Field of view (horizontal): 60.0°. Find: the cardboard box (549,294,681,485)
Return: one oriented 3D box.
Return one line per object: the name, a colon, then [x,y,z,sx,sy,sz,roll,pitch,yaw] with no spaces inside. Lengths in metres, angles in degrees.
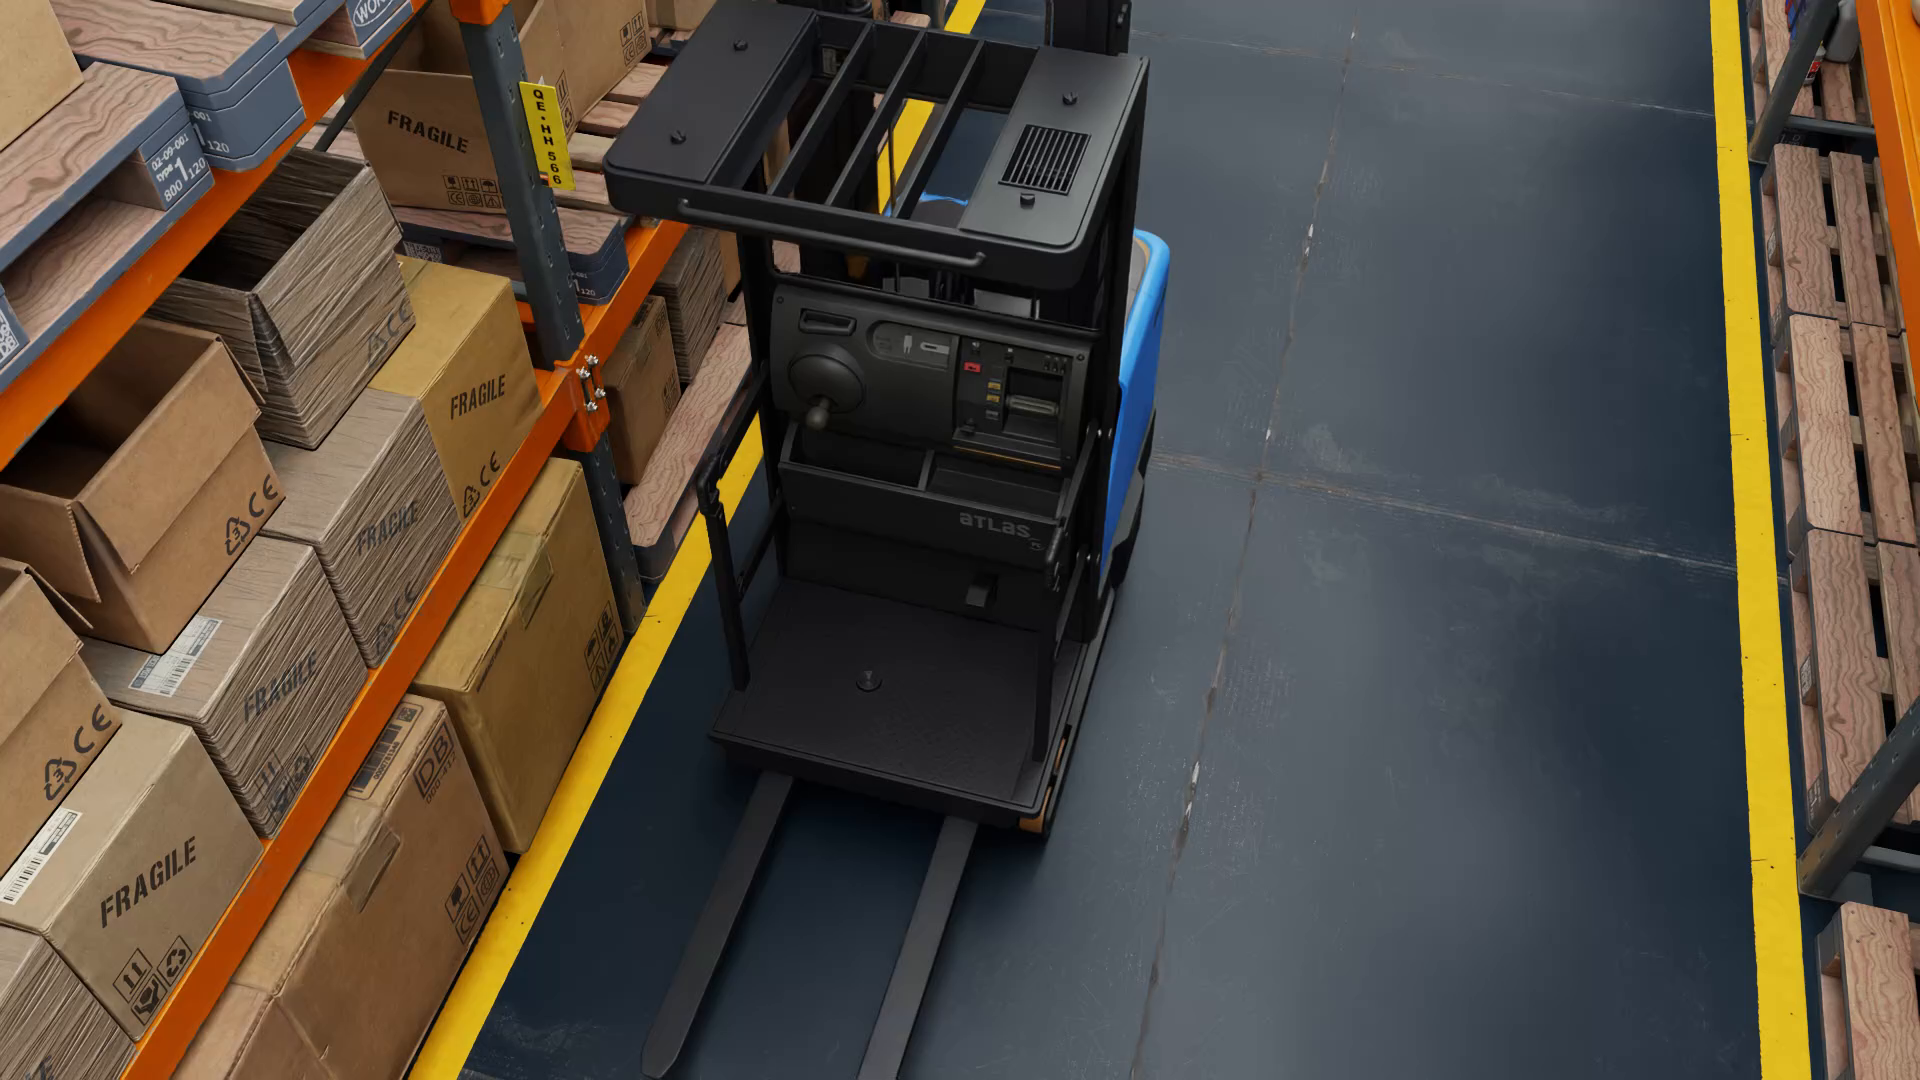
cardboard box: [-1.473,-0.600,6.153,0.700,0.500,0.500,9,49,8]

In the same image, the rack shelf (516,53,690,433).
rack shelf: [-1.104,-2.002,6.496,1.077,0.370,4.000,12,50,10]

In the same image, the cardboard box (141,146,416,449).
cardboard box: [-1.838,-0.633,4.072,0.797,0.503,0.637,13,50,11]

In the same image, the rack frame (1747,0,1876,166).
rack frame: [4.201,-2.709,6.640,1.000,3.000,0.127,12,50,10]

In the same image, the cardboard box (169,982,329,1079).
cardboard box: [-2.300,1.551,4.018,1.225,0.875,0.875,10,49,9]

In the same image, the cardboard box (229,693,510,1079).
cardboard box: [-2.074,0.909,4.584,1.225,0.875,0.875,12,50,10]

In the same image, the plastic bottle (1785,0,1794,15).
plastic bottle: [4.145,-2.743,8.189,0.061,0.283,0.133,15,50,13]

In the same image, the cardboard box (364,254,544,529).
cardboard box: [-1.521,-0.420,4.554,0.500,0.500,0.500,13,50,11]

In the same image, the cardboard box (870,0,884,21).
cardboard box: [-0.760,-2.565,7.887,0.700,0.500,0.500,8,49,7]

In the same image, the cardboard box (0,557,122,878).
cardboard box: [-2.183,0.325,3.227,0.797,0.503,0.637,13,50,11]

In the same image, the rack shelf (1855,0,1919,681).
rack shelf: [3.674,-1.024,5.633,1.077,0.370,4.000,12,50,10]

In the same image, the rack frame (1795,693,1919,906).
rack frame: [3.148,0.184,4.087,1.000,3.000,0.127,12,50,10]

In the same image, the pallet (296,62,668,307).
pallet: [-1.546,-1.266,5.495,1.213,0.211,1.003,12,50,10]

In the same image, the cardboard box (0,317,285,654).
cardboard box: [-2.013,-0.162,3.656,0.797,0.503,0.637,13,50,11]

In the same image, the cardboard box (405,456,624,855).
cardboard box: [-1.832,0.266,5.152,1.225,0.875,0.875,9,49,8]

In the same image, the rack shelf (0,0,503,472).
rack shelf: [-2.157,-0.101,2.818,1.077,0.370,4.000,12,50,10]

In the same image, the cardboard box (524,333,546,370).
cardboard box: [-1.483,-0.850,5.873,0.500,0.250,0.500,13,50,12]

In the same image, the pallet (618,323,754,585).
pallet: [-1.423,-0.435,6.493,1.003,0.211,1.213,12,50,10]

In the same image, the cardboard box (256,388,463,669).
cardboard box: [-1.658,-0.061,4.236,0.500,0.500,0.500,11,50,10]

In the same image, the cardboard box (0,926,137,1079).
cardboard box: [-2.057,1.058,3.249,0.500,0.500,0.500,11,49,9]

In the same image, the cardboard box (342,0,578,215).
cardboard box: [-1.527,-1.364,5.106,0.500,0.500,0.500,6,49,5]

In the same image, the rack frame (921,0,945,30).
rack frame: [-0.578,-3.686,7.503,1.000,3.000,0.127,12,50,10]

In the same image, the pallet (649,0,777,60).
pallet: [-1.149,-2.170,6.292,1.003,0.211,1.213,12,50,10]

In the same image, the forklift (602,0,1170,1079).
forklift: [-0.153,-0.355,4.609,1.130,2.935,3.031,12,50,11]

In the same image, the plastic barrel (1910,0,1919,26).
plastic barrel: [3.737,-2.105,6.017,0.433,0.535,0.433,0,49,0]

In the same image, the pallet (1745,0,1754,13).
pallet: [4.737,-3.149,8.889,1.003,0.211,1.213,12,50,10]

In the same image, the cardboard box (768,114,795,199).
cardboard box: [-1.051,-1.819,7.229,0.700,0.500,0.500,8,49,7]

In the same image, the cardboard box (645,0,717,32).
cardboard box: [-0.967,-2.049,5.878,0.500,0.250,0.500,10,49,9]

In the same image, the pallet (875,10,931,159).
pallet: [-0.781,-2.200,8.051,1.003,0.211,1.213,12,50,10]

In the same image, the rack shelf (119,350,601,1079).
rack shelf: [-2.157,0.891,3.942,1.077,0.370,4.000,12,50,10]

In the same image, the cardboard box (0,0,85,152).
cardboard box: [-1.864,-0.861,2.662,0.500,0.500,0.500,14,50,12]

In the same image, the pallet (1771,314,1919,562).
pallet: [3.712,-0.325,6.396,1.003,0.211,1.213,12,50,10]

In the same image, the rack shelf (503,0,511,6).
rack shelf: [-1.104,-2.994,5.371,1.077,0.370,4.000,12,50,10]

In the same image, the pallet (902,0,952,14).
pallet: [-0.435,-3.257,8.983,1.003,0.211,1.213,12,50,10]

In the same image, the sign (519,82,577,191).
sign: [-1.094,-1.069,4.421,0.100,0.325,0.005,12,50,10]

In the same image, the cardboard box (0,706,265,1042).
cardboard box: [-1.926,0.683,3.580,0.500,0.500,0.500,12,50,11]

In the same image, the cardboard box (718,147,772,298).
cardboard box: [-1.197,-1.415,6.872,0.700,0.500,0.500,15,50,13]

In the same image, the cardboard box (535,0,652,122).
cardboard box: [-1.476,-1.787,5.480,0.700,0.500,0.500,18,51,16]

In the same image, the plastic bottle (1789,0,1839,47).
plastic bottle: [4.092,-2.501,7.930,0.144,0.351,0.185,10,49,9]

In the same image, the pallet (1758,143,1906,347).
pallet: [4.031,-1.211,7.178,1.003,0.211,1.213,12,50,10]

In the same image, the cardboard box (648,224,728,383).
cardboard box: [-1.340,-1.004,6.509,0.700,0.500,0.500,8,49,7]

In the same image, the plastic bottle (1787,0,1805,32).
plastic bottle: [4.143,-2.640,8.052,0.144,0.351,0.185,9,49,8]

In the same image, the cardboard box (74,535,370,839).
cardboard box: [-1.792,0.315,3.904,0.500,0.500,0.500,10,49,9]

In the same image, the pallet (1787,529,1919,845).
pallet: [3.389,0.554,5.620,1.003,0.211,1.213,12,50,10]

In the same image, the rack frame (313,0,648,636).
rack frame: [-1.630,-0.793,4.949,1.000,3.000,0.127,12,50,10]

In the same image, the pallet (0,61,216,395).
pallet: [-2.040,-0.438,2.761,1.003,0.211,1.213,14,50,12]

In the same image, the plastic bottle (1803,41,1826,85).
plastic bottle: [3.996,-2.253,7.810,0.097,0.201,0.097,0,49,0]

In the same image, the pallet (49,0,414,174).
pallet: [-1.749,-1.247,3.475,1.213,0.211,1.003,14,50,12]

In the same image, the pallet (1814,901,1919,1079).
pallet: [2.981,1.685,4.622,1.003,0.211,1.213,12,50,10]

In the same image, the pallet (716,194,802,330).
pallet: [-1.100,-1.315,7.270,1.003,0.211,1.213,12,50,10]

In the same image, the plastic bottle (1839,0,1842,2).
plastic bottle: [4.292,-2.604,8.071,0.152,0.276,0.135,12,50,10]

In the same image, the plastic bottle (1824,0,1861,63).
plastic bottle: [4.231,-2.472,7.905,0.144,0.351,0.185,12,50,10]

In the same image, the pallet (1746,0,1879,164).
pallet: [4.418,-2.264,8.107,1.003,0.211,1.213,12,50,10]
